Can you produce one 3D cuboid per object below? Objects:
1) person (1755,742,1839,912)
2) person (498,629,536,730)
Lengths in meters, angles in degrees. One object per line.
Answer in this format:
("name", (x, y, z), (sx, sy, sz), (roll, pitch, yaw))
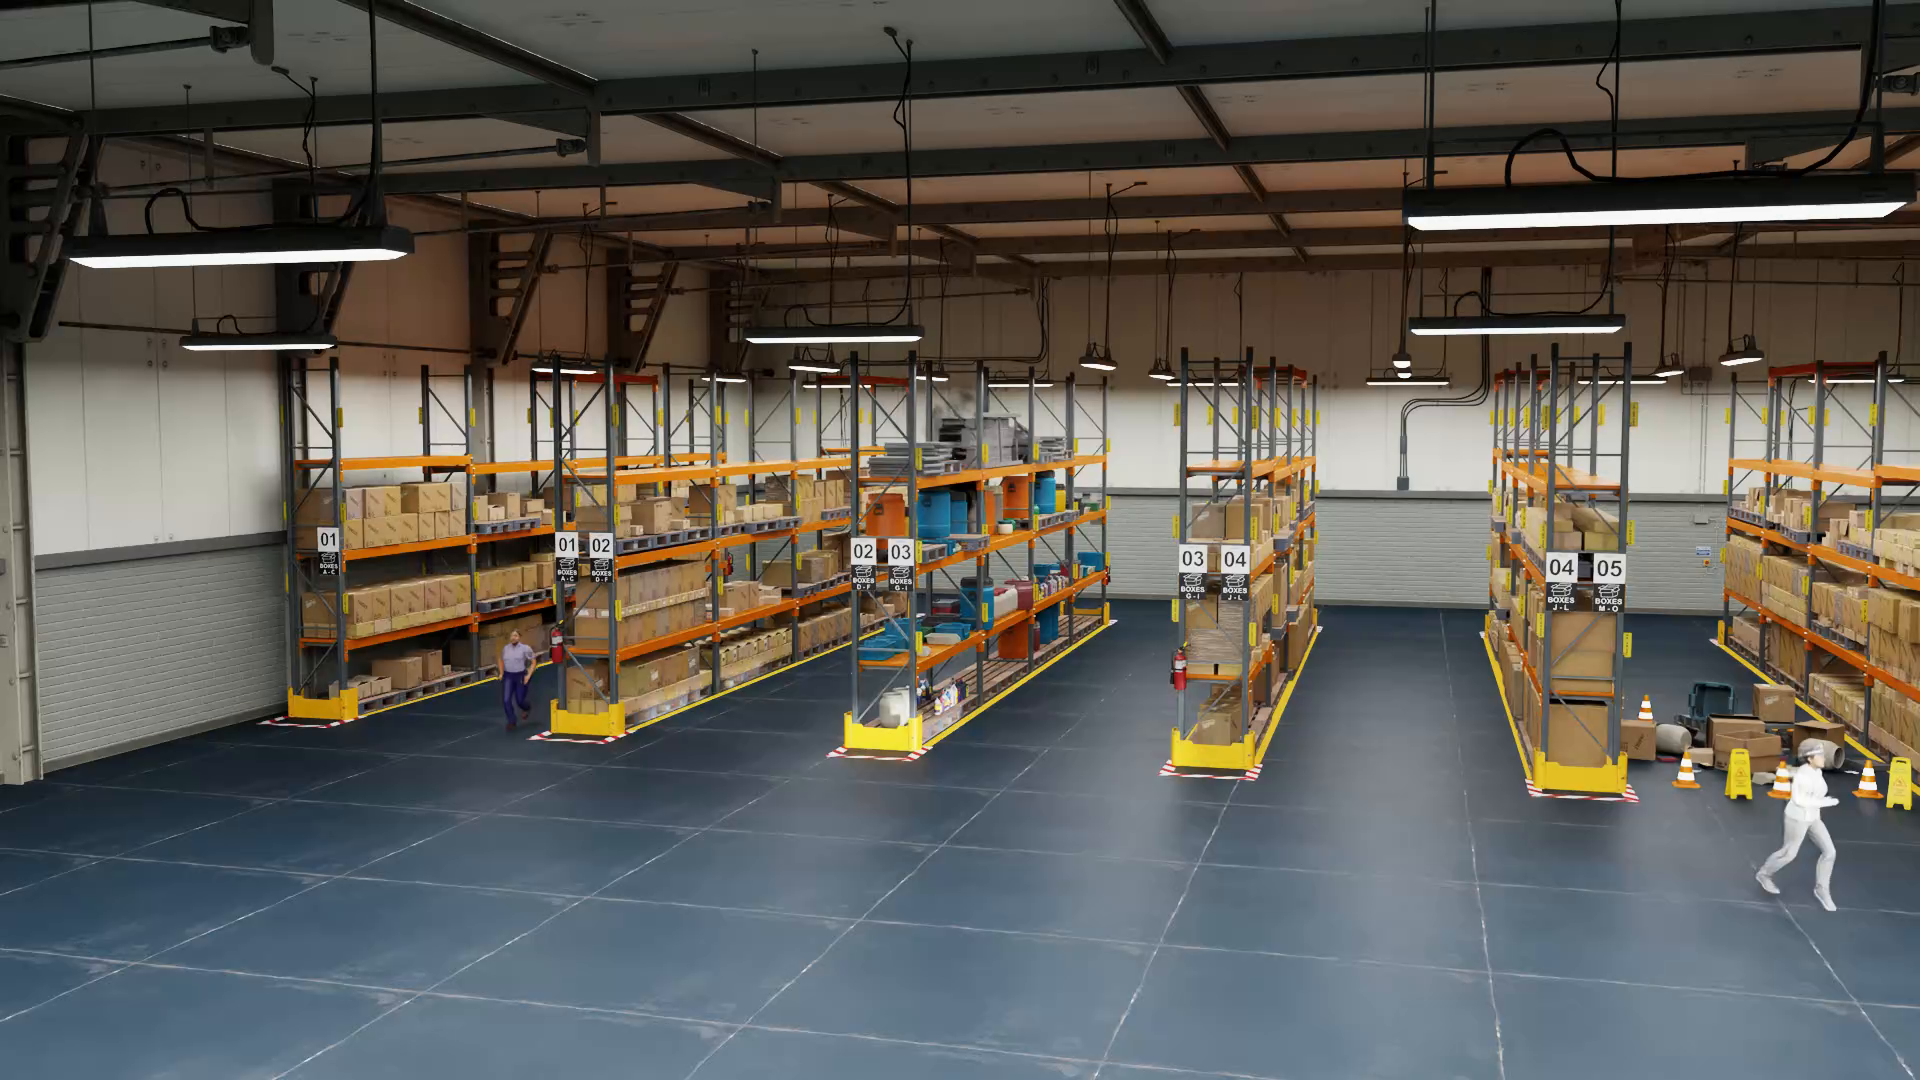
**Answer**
("person", (8.648, 2.910, 17.157), (0.638, 1.731, 0.839), (-3, 5, -38))
("person", (-7.165, 2.242, 26.896), (0.640, 1.595, 0.608), (0, 4, 5))
